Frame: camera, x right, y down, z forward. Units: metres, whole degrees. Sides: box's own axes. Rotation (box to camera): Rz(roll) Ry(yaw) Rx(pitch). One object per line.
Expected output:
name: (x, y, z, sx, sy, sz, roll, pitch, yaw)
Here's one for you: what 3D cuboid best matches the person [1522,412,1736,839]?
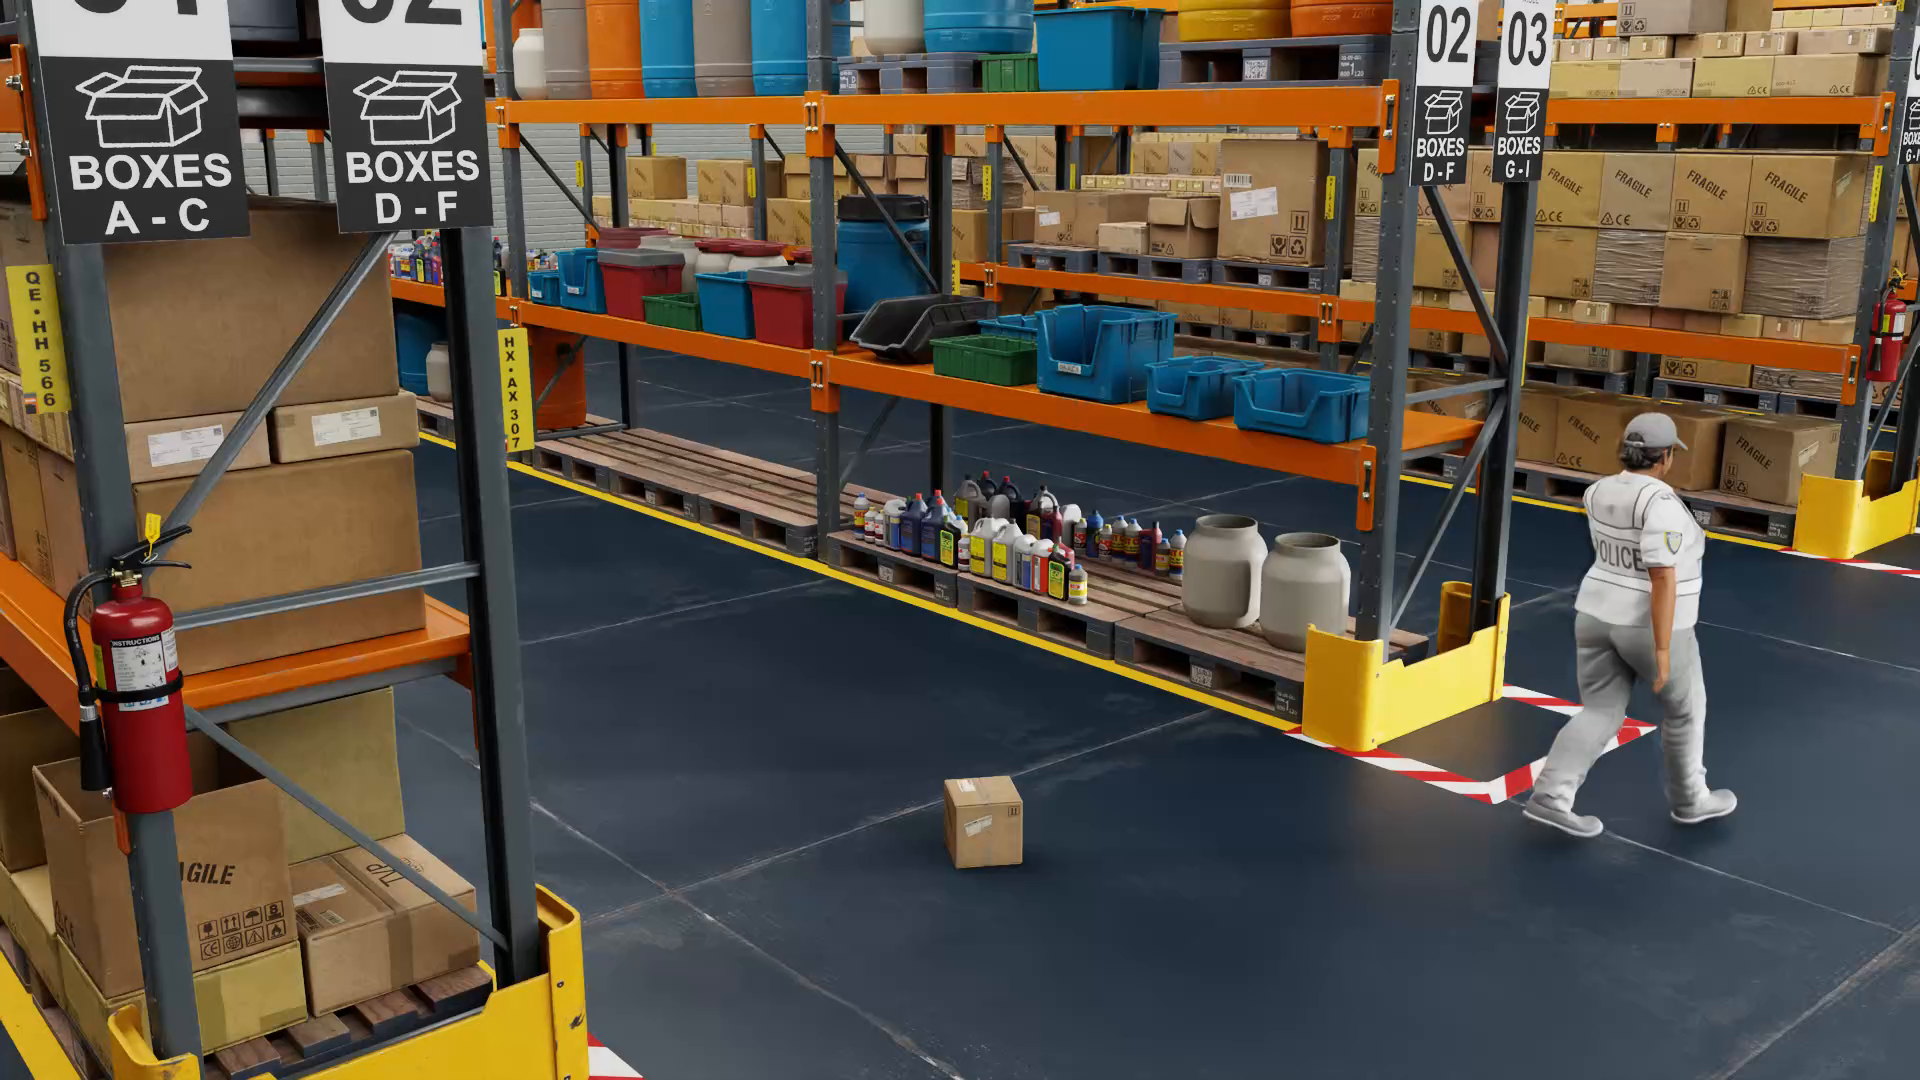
person: (2.590, 0.320, 6.256, 0.945, 1.609, 0.556, -6, 16, -23)
